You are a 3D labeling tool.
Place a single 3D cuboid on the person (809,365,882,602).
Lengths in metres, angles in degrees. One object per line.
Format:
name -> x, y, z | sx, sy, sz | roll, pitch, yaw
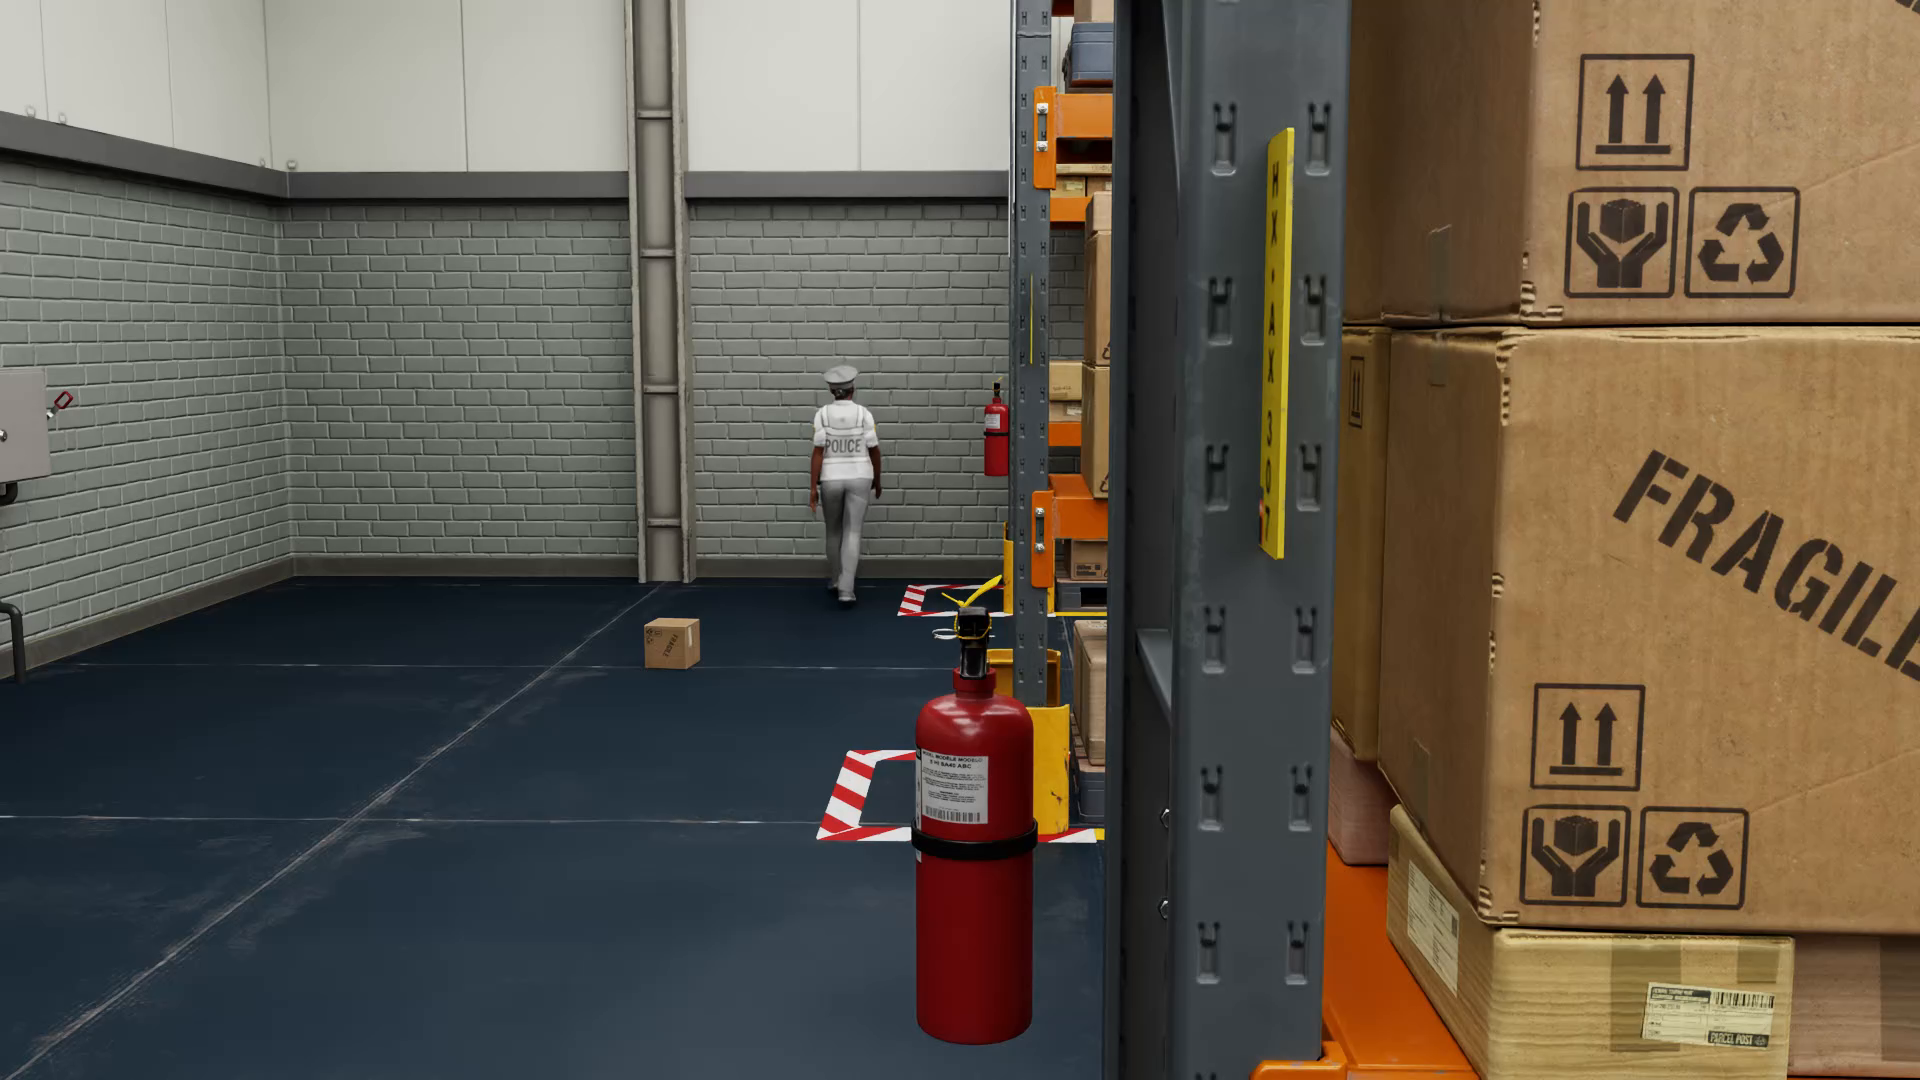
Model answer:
person -> -0.799, -0.415, 11.802 | 0.483, 1.651, 0.912 | 0, 7, 4
